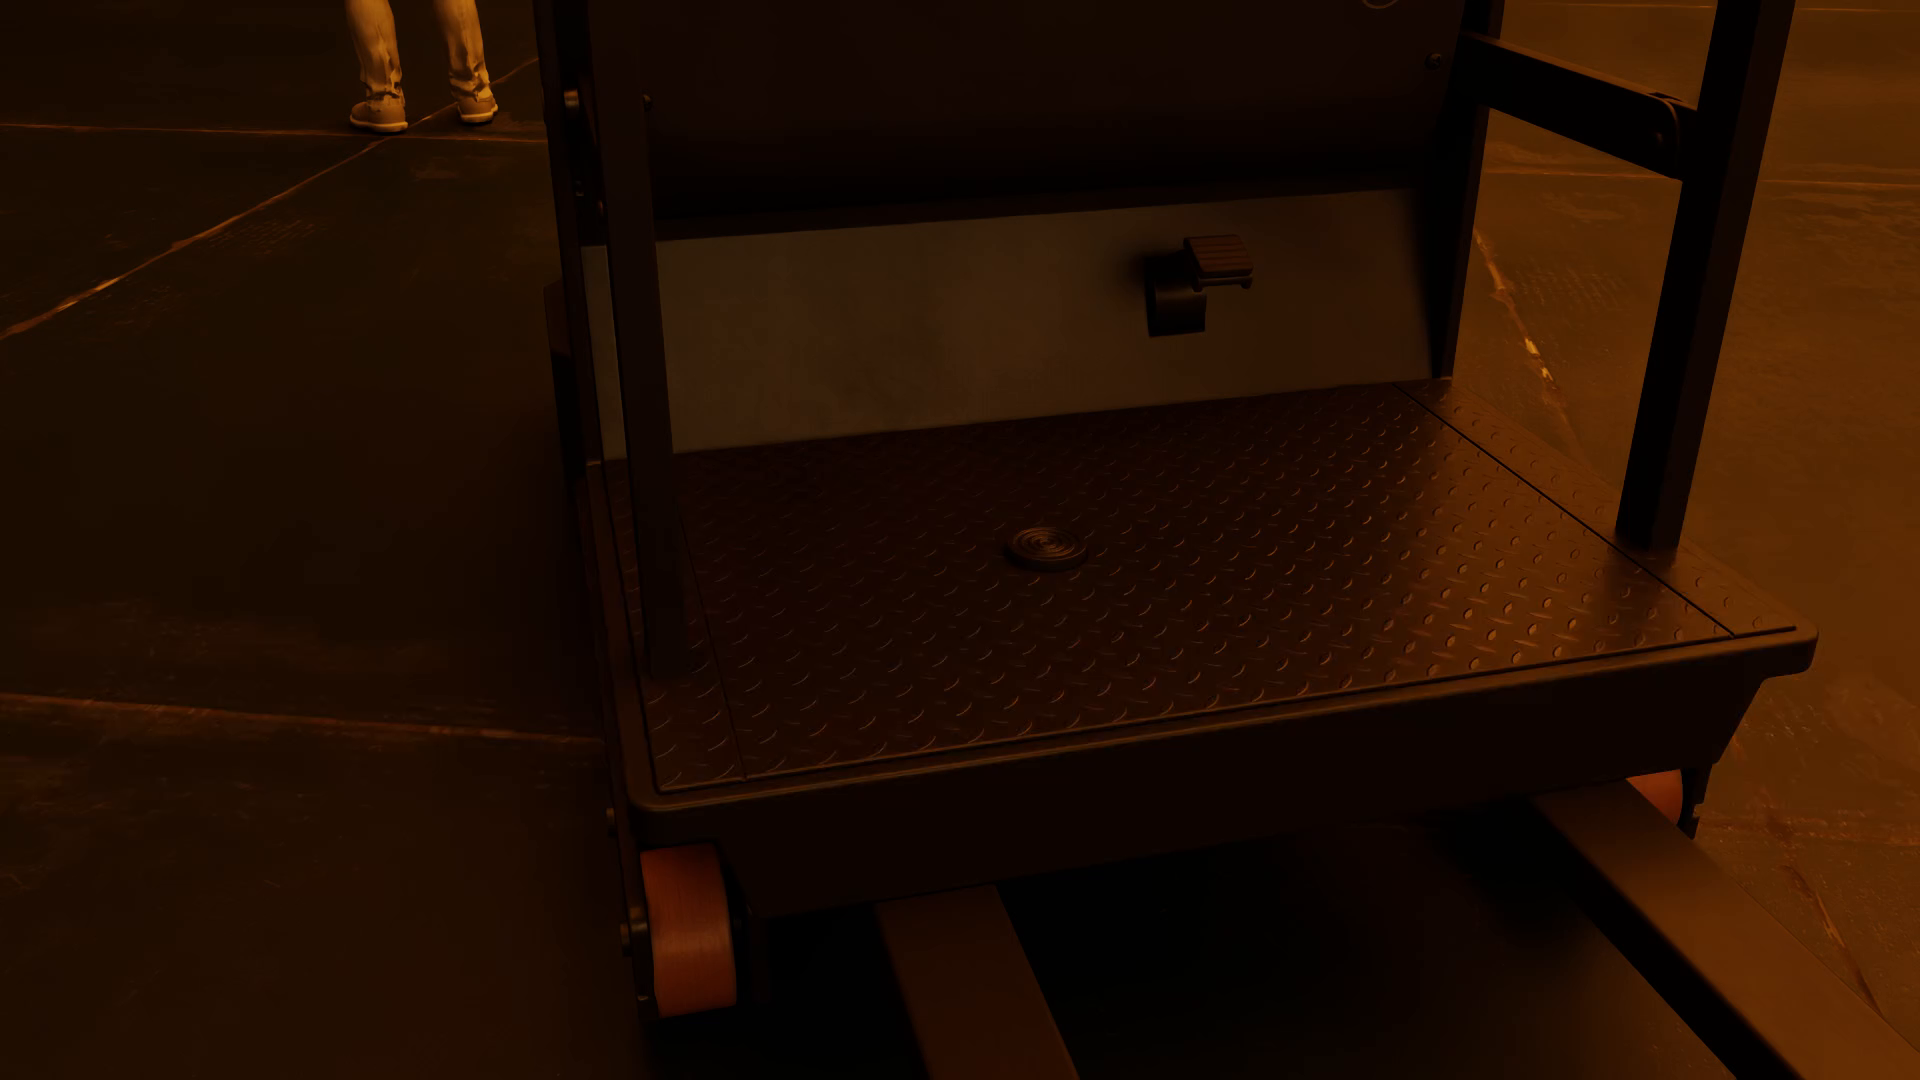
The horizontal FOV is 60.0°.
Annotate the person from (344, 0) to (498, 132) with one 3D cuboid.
[{"bbox_3d":[-1.634,-1.990,4.626,0.547,1.664,0.375,-16,30,-28],"label":"person"}]

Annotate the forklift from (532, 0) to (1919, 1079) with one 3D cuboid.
[{"bbox_3d":[0.153,-1.049,1.319,1.130,2.935,3.031,-7,27,-13],"label":"forklift"}]
